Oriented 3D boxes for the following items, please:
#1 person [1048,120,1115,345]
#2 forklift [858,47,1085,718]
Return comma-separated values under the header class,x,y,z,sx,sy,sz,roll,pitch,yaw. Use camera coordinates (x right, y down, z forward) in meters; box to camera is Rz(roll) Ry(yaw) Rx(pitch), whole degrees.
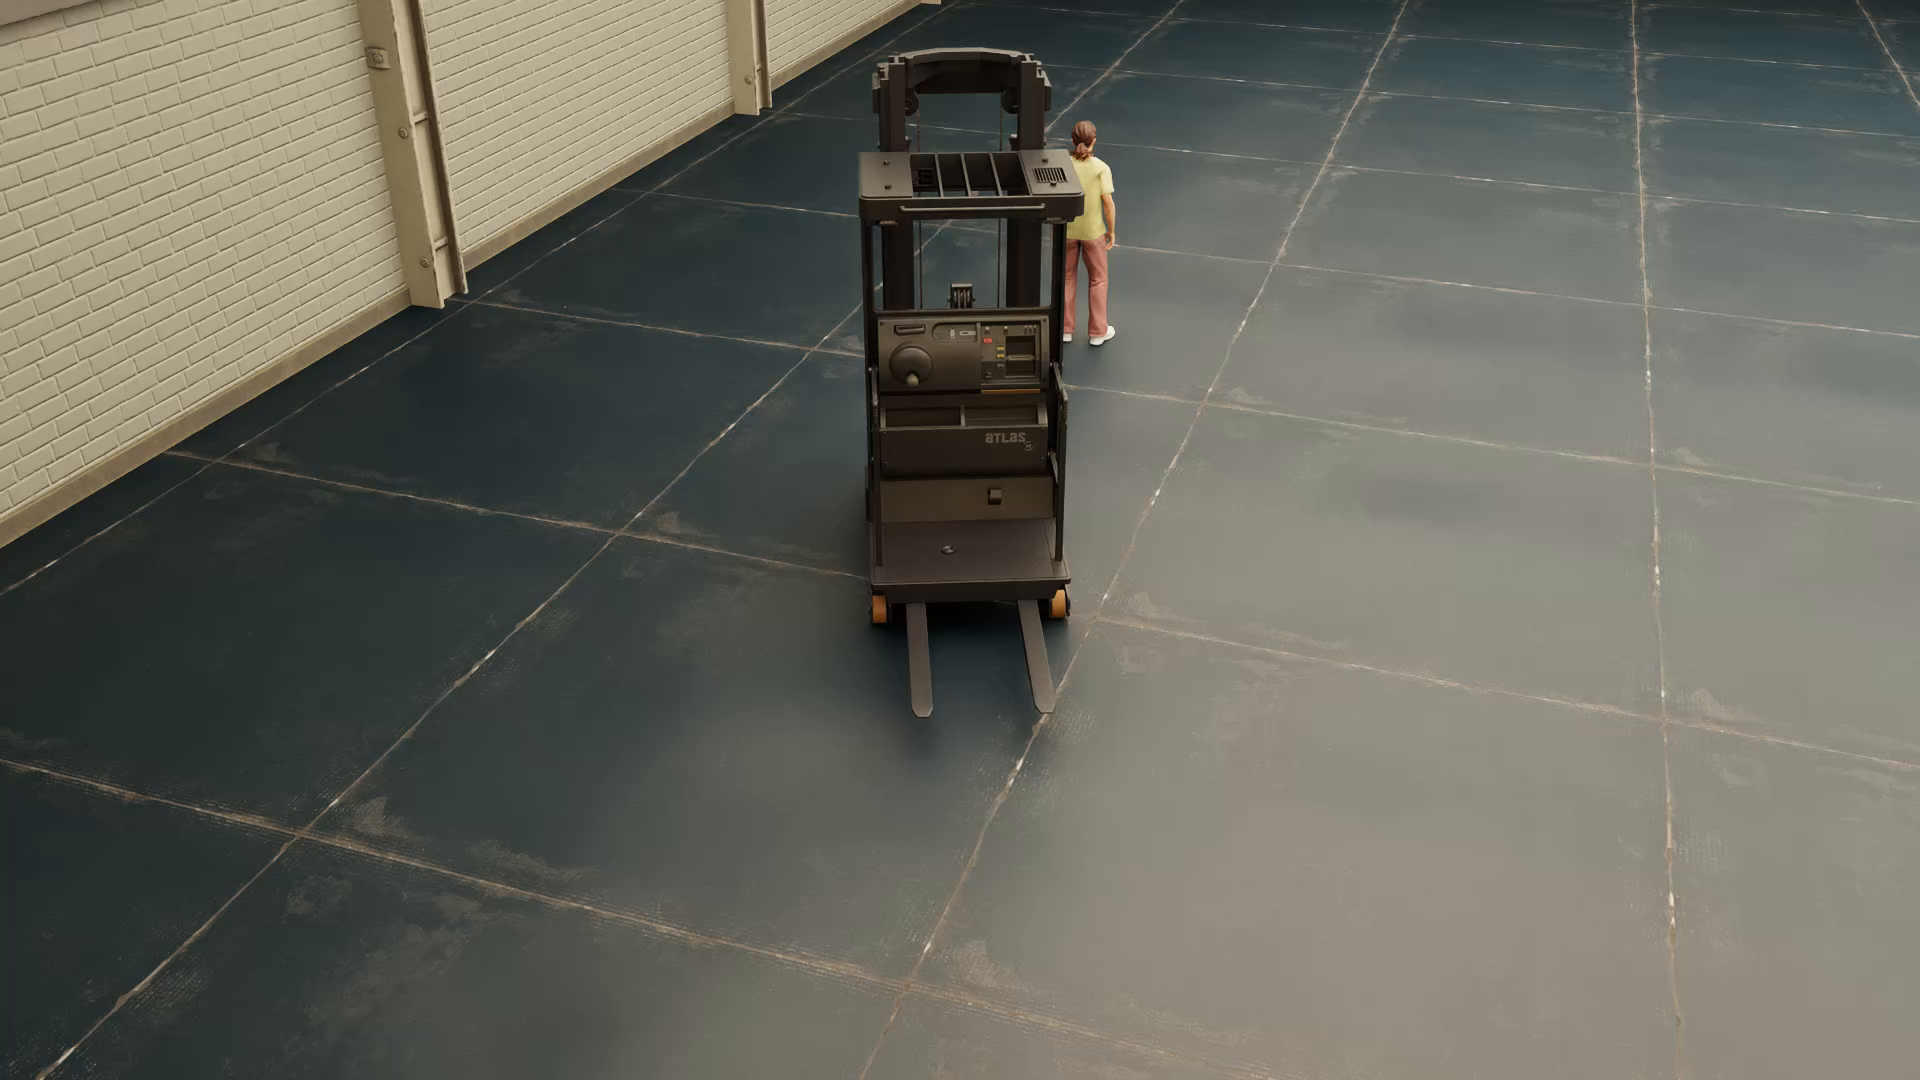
class,x,y,z,sx,sy,sz,roll,pitch,yaw
person,0.915,-2.287,12.420,0.520,1.671,0.365,7,30,12
forklift,0.035,-0.972,8.842,1.130,2.935,3.031,-2,30,-3
